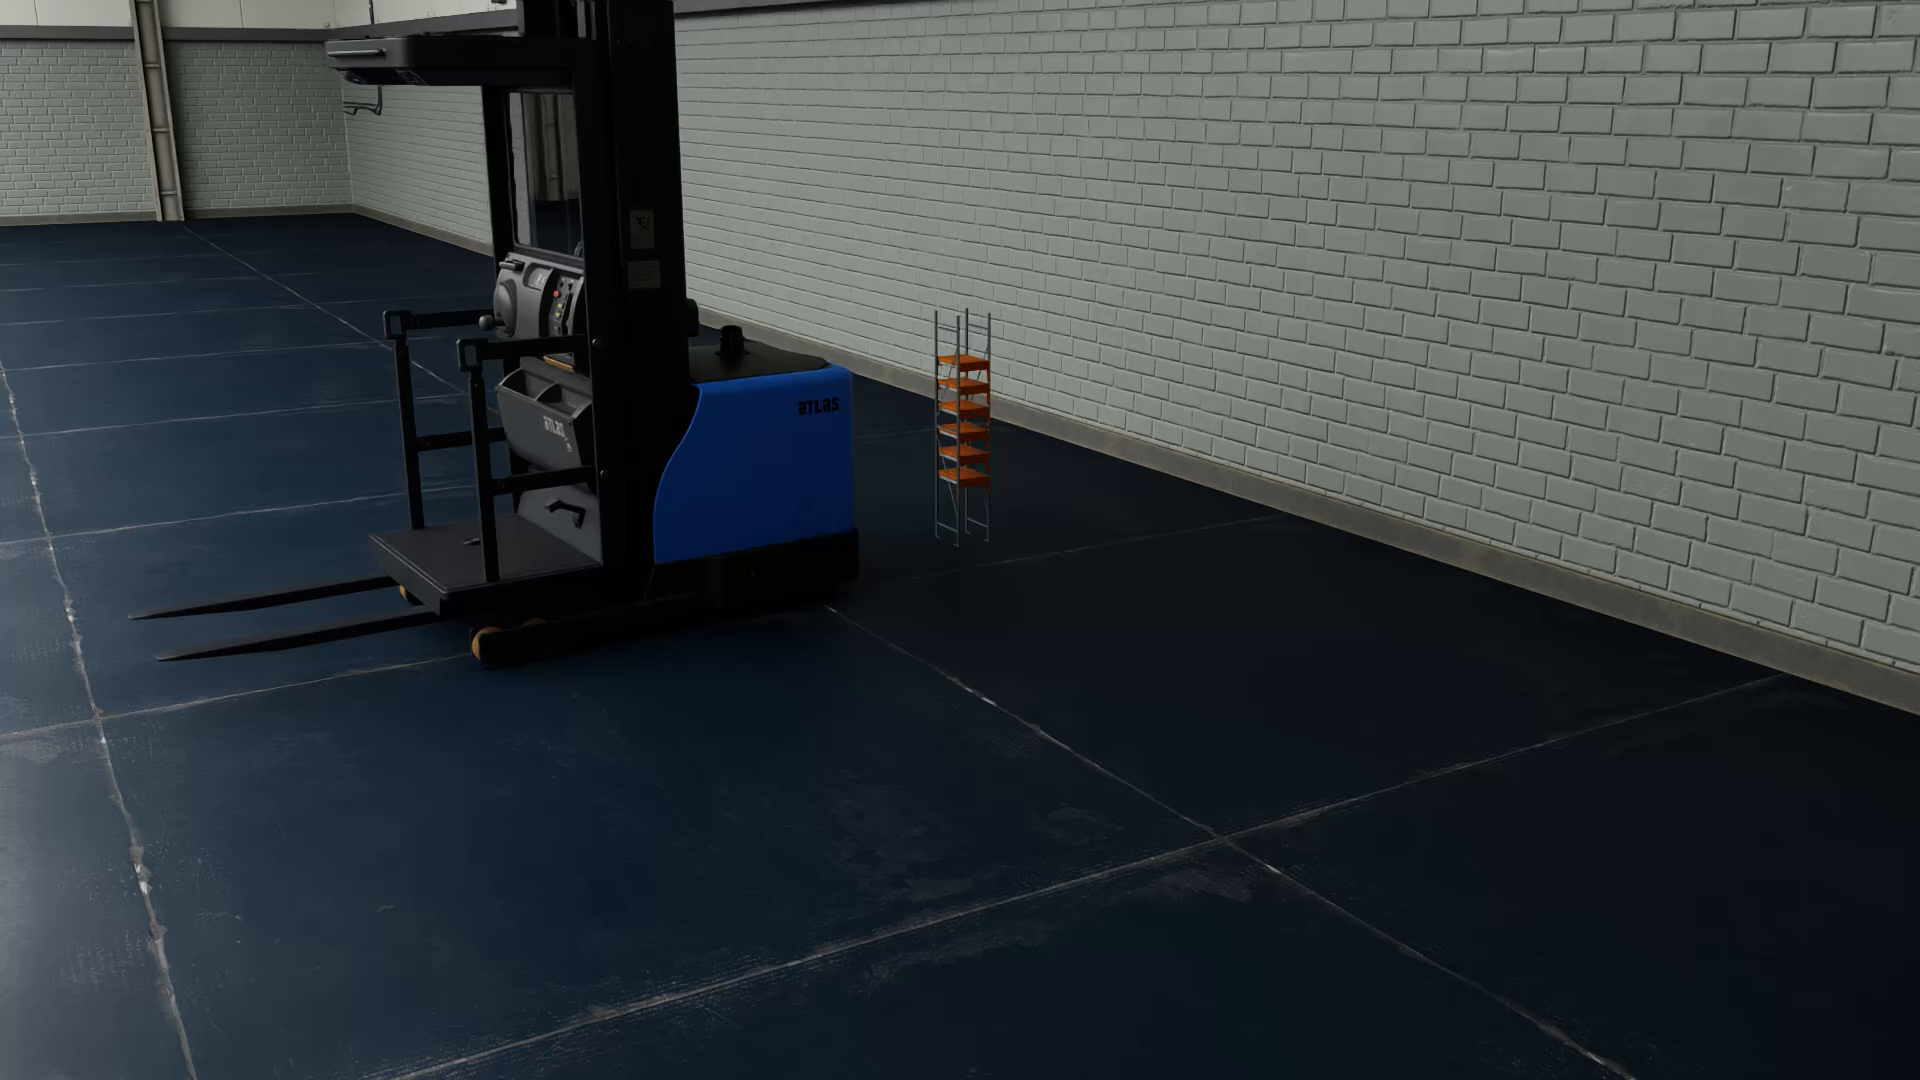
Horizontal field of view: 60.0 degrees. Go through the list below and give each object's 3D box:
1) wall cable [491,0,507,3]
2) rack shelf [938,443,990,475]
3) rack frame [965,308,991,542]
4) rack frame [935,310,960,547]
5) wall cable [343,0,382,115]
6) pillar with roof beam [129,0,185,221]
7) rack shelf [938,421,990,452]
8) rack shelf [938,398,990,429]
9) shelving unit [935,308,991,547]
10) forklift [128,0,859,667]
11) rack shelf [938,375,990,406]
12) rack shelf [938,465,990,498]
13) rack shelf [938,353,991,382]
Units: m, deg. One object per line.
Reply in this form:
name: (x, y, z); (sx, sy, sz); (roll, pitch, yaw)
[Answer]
wall cable: (-5.151, -9.238, 18.733); (0.169, 6.003, 2.305); (-9, 18, -30)
rack shelf: (0.012, -0.421, 8.638); (0.180, 0.103, 0.258); (-9, 18, -30)
rack frame: (0.091, -0.592, 8.639); (0.006, 1.200, 0.240); (-9, 18, -30)
rack frame: (-0.066, -0.567, 8.548); (0.006, 1.200, 0.240); (-9, 18, -30)
wall cable: (-10.026, -8.304, 27.454); (0.112, 2.526, 3.097); (-9, 18, -30)
pillar with roof beam: (-11.015, -8.700, 23.112); (0.400, 9.000, 9.100); (-9, 18, -30)
rack shelf: (0.012, -0.537, 8.605); (0.180, 0.103, 0.258); (-9, 18, -30)
rack shelf: (0.012, -0.653, 8.573); (0.180, 0.103, 0.258); (-9, 18, -30)
shelving unit: (0.012, -0.580, 8.593); (0.189, 1.200, 0.258); (-9, 18, -30)
forklift: (-1.983, -1.048, 7.055); (3.031, 2.935, 1.130); (-11, 19, -33)
rack shelf: (0.012, -0.768, 8.541); (0.180, 0.103, 0.258); (-9, 18, -30)
rack shelf: (0.012, -0.306, 8.670); (0.180, 0.103, 0.258); (-9, 18, -30)
rack shelf: (0.012, -0.884, 8.508); (0.180, 0.103, 0.258); (-9, 18, -30)
